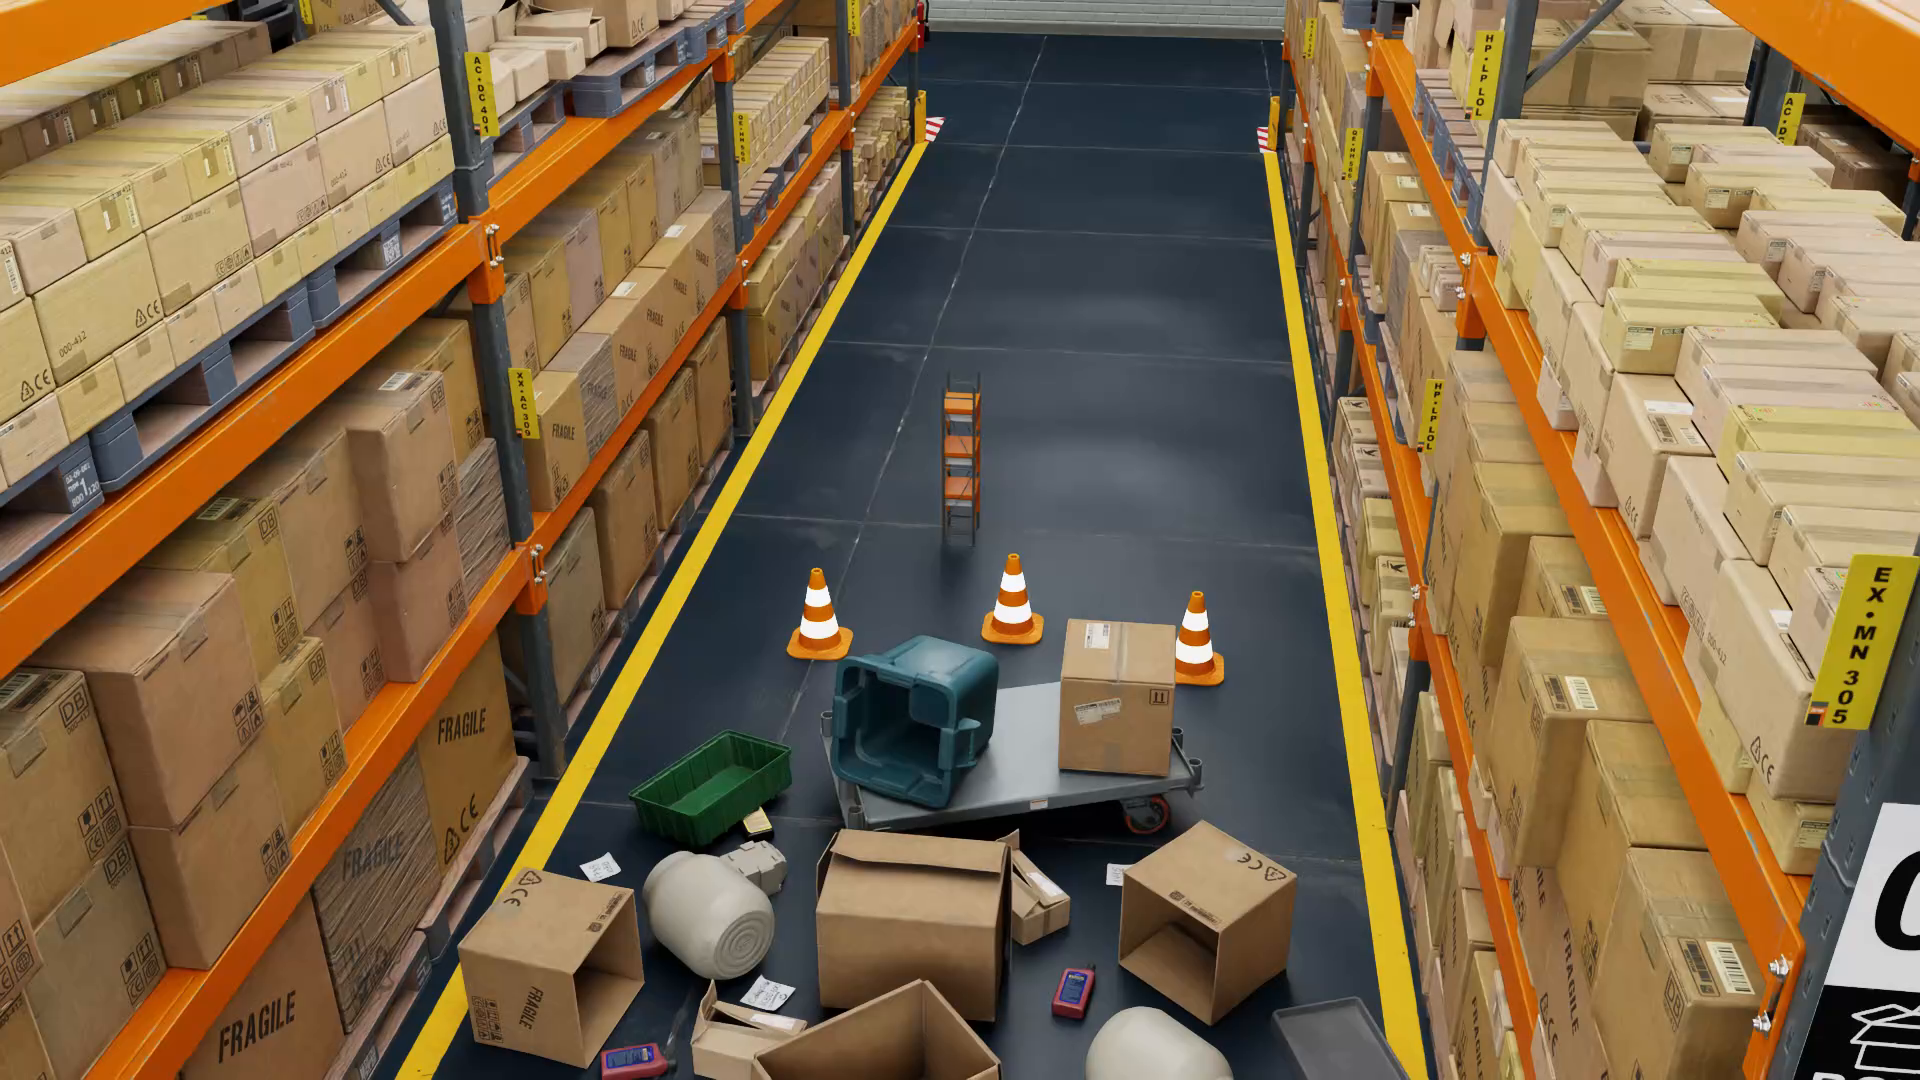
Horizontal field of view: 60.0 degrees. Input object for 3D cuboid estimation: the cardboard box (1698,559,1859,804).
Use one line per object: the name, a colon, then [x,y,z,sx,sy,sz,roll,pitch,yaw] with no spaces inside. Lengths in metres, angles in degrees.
cardboard box: [1.796,0.277,3.255,0.500,0.250,0.500,3,28,6]

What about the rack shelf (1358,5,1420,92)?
rack shelf: [3.226,-3.792,11.722,1.077,0.370,4.000,3,28,6]

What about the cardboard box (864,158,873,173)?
cardboard box: [-1.063,-3.679,16.165,0.380,0.149,0.250,5,29,9]

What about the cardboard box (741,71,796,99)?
cardboard box: [-1.470,-3.492,12.764,0.380,0.149,0.250,2,28,4]

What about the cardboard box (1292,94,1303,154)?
cardboard box: [3.979,-4.353,17.426,0.875,0.438,0.875,2,28,4]

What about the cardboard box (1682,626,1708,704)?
cardboard box: [1.831,0.283,3.665,0.380,0.149,0.250,4,29,8]

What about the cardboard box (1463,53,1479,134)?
cardboard box: [2.485,-1.924,7.212,0.500,0.250,0.500,4,29,7]

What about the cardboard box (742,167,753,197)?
cardboard box: [-1.656,-2.486,11.524,0.380,0.149,0.250,5,29,9]

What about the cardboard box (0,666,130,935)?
cardboard box: [-2.865,0.701,4.490,0.875,0.550,0.550,3,28,6]

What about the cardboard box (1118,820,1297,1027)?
cardboard box: [1.009,1.561,6.823,0.500,0.500,0.500,-24,36,-37]

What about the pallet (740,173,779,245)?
pallet: [-1.963,-2.344,11.640,1.213,0.211,1.003,3,28,6]

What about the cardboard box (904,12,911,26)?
cardboard box: [-0.724,-5.572,17.695,0.380,0.149,0.250,3,28,6]

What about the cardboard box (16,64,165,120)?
cardboard box: [-2.909,-1.483,5.554,0.380,0.149,0.250,3,28,5]

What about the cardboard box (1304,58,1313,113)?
cardboard box: [3.274,-4.007,14.419,0.500,0.500,0.500,4,29,7]

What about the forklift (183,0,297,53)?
forklift: [-5.142,-2.171,11.189,3.031,2.935,1.130,3,28,6]

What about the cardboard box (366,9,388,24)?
cardboard box: [-5.923,-5.054,16.314,0.500,0.250,0.500,4,29,7]

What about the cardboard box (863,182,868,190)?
cardboard box: [-1.079,-3.297,15.771,0.380,0.149,0.250,3,28,6]

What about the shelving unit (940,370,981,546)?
shelving unit: [0.007,-0.487,10.048,0.215,1.050,0.252,3,28,6]

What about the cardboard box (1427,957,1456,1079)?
cardboard box: [2.034,1.826,6.155,0.500,0.250,0.500,3,28,6]

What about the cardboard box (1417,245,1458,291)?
cardboard box: [2.405,-1.295,7.946,0.380,0.149,0.250,2,28,4]

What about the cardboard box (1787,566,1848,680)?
cardboard box: [1.749,0.182,3.012,0.380,0.149,0.250,4,29,7]

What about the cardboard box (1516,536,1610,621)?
cardboard box: [2.075,0.340,4.983,0.700,0.500,0.500,3,28,6]

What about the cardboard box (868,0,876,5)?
cardboard box: [-1.016,-5.263,15.384,0.500,0.500,0.500,4,29,7]

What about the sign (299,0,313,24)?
sign: [-5.825,-4.753,14.773,0.100,0.325,0.005,3,28,6]

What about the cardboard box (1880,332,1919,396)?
cardboard box: [2.507,-0.385,4.064,0.380,0.149,0.250,4,29,8]

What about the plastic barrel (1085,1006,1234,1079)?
plastic barrel: [0.751,1.993,6.104,0.421,0.421,0.512,-24,36,-37]

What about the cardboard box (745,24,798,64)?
cardboard box: [-1.675,-4.389,14.815,0.500,0.500,0.500,3,28,6]

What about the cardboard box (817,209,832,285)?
cardboard box: [-1.358,-2.450,13.827,0.500,0.500,0.500,3,28,5]

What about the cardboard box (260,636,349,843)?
cardboard box: [-2.661,0.667,5.691,0.875,0.550,0.500,3,28,6]

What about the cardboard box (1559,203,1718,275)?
cardboard box: [2.045,-0.906,5.030,0.380,0.149,0.250,2,28,5]

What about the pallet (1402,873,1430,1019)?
pallet: [2.443,1.582,7.091,1.003,0.211,1.213,3,28,6]

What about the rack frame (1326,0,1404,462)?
rack frame: [2.981,-1.847,10.515,1.000,3.000,0.127,3,28,6]

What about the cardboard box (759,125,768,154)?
cardboard box: [-1.595,-2.880,11.942,0.380,0.149,0.250,3,29,6]

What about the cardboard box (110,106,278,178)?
cardboard box: [-2.318,-1.209,5.045,0.380,0.149,0.250,3,28,6]

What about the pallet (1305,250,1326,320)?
pallet: [3.451,-2.134,13.989,1.003,0.211,1.213,3,28,6]

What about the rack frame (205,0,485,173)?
rack frame: [-2.434,-2.845,6.043,1.000,3.000,0.127,3,28,6]

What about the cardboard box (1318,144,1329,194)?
cardboard box: [2.944,-2.753,12.355,0.500,0.250,0.500,3,28,5]

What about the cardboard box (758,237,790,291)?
cardboard box: [-1.557,-2.051,12.296,0.500,0.250,0.500,3,28,6]

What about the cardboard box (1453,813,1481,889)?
cardboard box: [1.984,1.132,5.967,0.380,0.149,0.250,5,29,9]

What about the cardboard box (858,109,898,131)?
cardboard box: [-0.843,-4.288,16.983,0.380,0.149,0.250,4,29,8]

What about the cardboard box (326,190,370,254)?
cardboard box: [-2.254,-1.092,5.668,0.380,0.149,0.250,3,29,6]

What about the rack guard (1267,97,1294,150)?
rack guard: [3.964,-4.523,18.119,1.175,0.500,0.348,3,28,6]

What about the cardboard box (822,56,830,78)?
cardboard box: [-1.307,-3.976,13.976,0.380,0.149,0.250,4,29,8]

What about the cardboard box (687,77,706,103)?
cardboard box: [-2.146,-3.411,12.614,0.380,0.149,0.250,4,29,8]

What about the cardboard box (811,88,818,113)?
cardboard box: [-1.370,-3.606,13.603,0.380,0.149,0.250,3,28,6]

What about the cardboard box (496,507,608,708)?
cardboard box: [-2.448,0.304,8.452,1.050,0.750,0.750,3,28,6]

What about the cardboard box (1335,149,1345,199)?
cardboard box: [2.847,-2.485,11.331,0.500,0.250,0.500,3,28,5]

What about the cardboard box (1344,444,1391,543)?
cardboard box: [2.819,-0.261,9.901,0.950,0.372,0.625,3,28,5]

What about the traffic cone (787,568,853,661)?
traffic cone: [-0.771,0.369,9.076,0.336,0.463,0.334,3,28,6]

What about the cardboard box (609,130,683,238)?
cardboard box: [-2.070,-2.122,9.867,0.700,0.500,0.500,3,28,5]

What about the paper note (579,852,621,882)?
paper note: [-1.618,1.472,7.485,0.147,0.020,0.142,-17,33,-29]

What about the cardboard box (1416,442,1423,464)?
cardboard box: [2.330,-0.419,7.688,0.380,0.149,0.250,3,28,5]

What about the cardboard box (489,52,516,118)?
cardboard box: [-2.113,-1.964,7.163,0.258,0.266,0.396,3,28,5]

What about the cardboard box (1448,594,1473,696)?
cardboard box: [2.122,0.290,6.130,0.500,0.500,0.500,3,28,6]

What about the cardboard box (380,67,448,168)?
cardboard box: [-2.240,-1.572,6.138,0.500,0.250,0.500,3,28,6]

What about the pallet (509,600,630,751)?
pallet: [-2.415,0.656,8.809,1.003,0.211,1.213,3,28,6]
